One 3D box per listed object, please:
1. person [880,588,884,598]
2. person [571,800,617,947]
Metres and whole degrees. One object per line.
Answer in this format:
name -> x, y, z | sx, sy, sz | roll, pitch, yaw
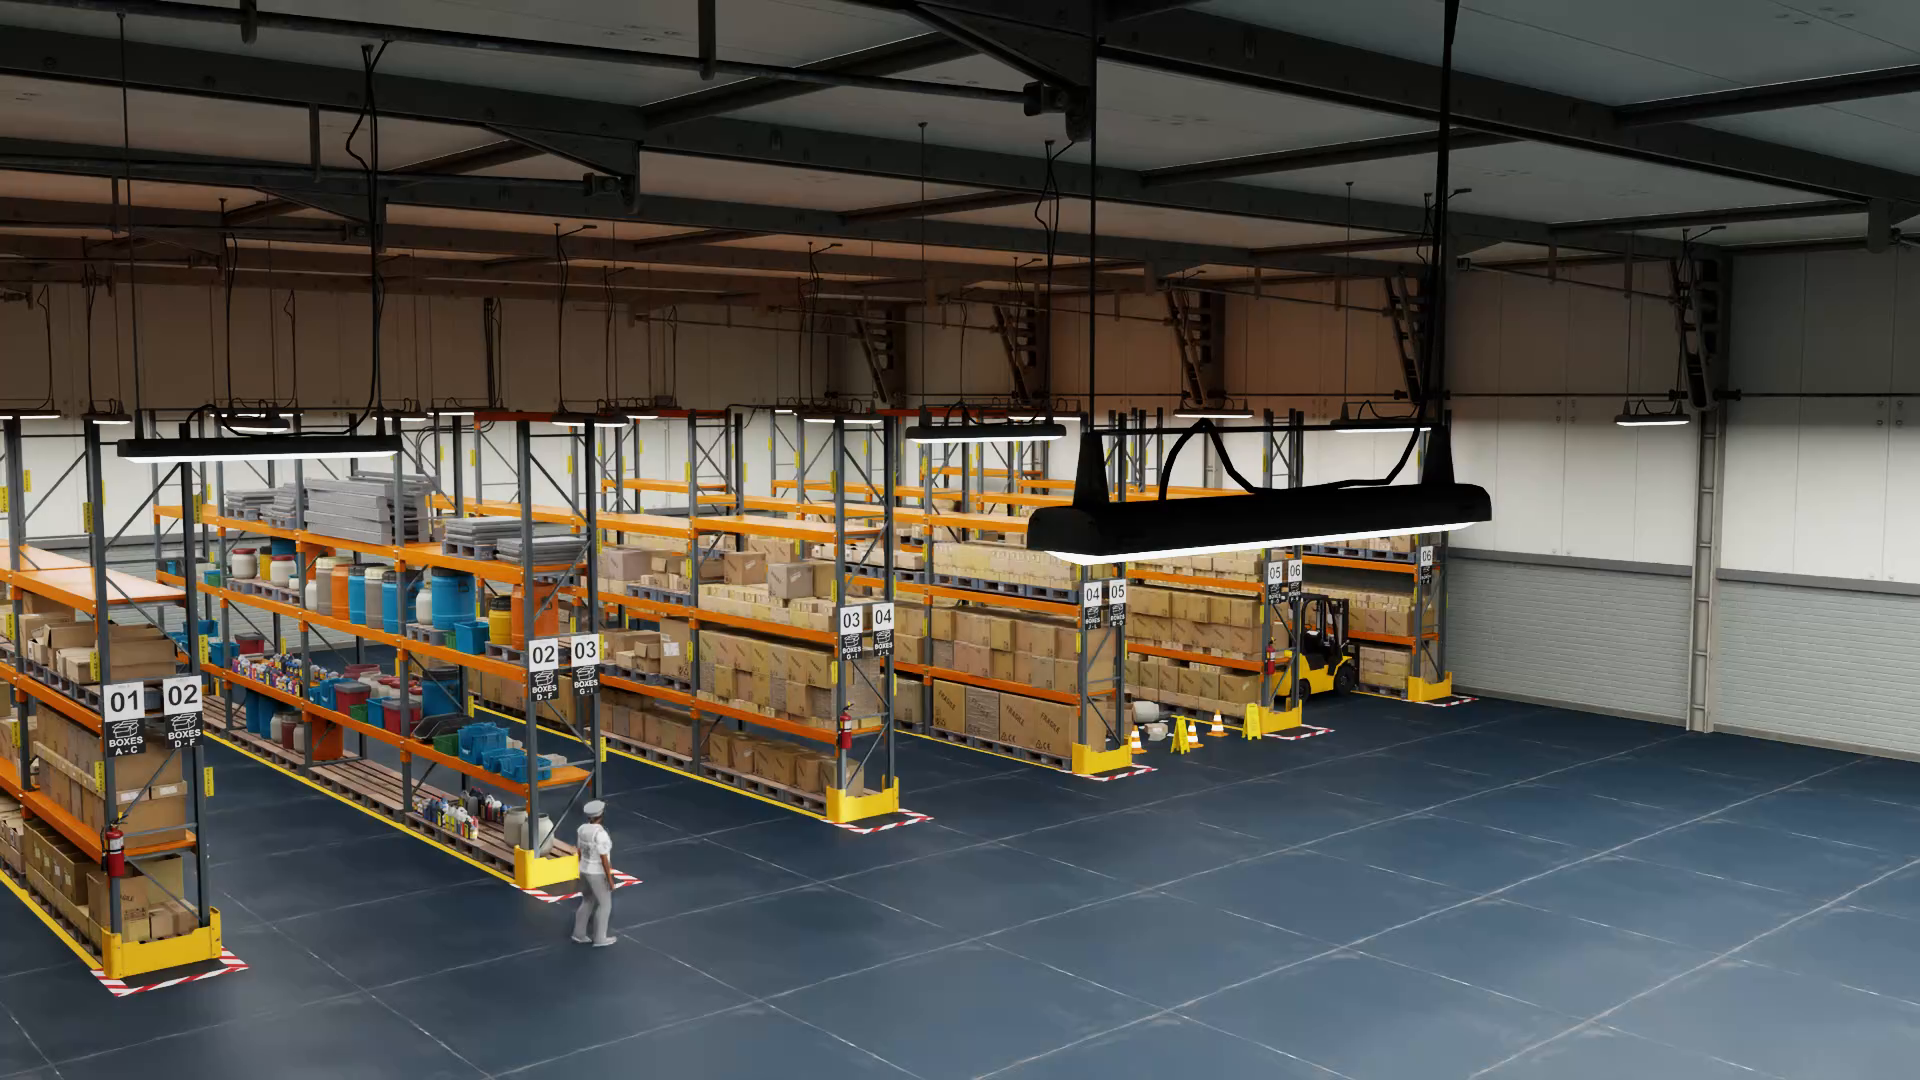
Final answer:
person -> -1.688, 1.941, 37.982 | 0.653, 1.786, 0.443 | 2, 5, 17
person -> -4.188, 3.852, 19.108 | 0.425, 1.729, 0.522 | -4, 6, -38
